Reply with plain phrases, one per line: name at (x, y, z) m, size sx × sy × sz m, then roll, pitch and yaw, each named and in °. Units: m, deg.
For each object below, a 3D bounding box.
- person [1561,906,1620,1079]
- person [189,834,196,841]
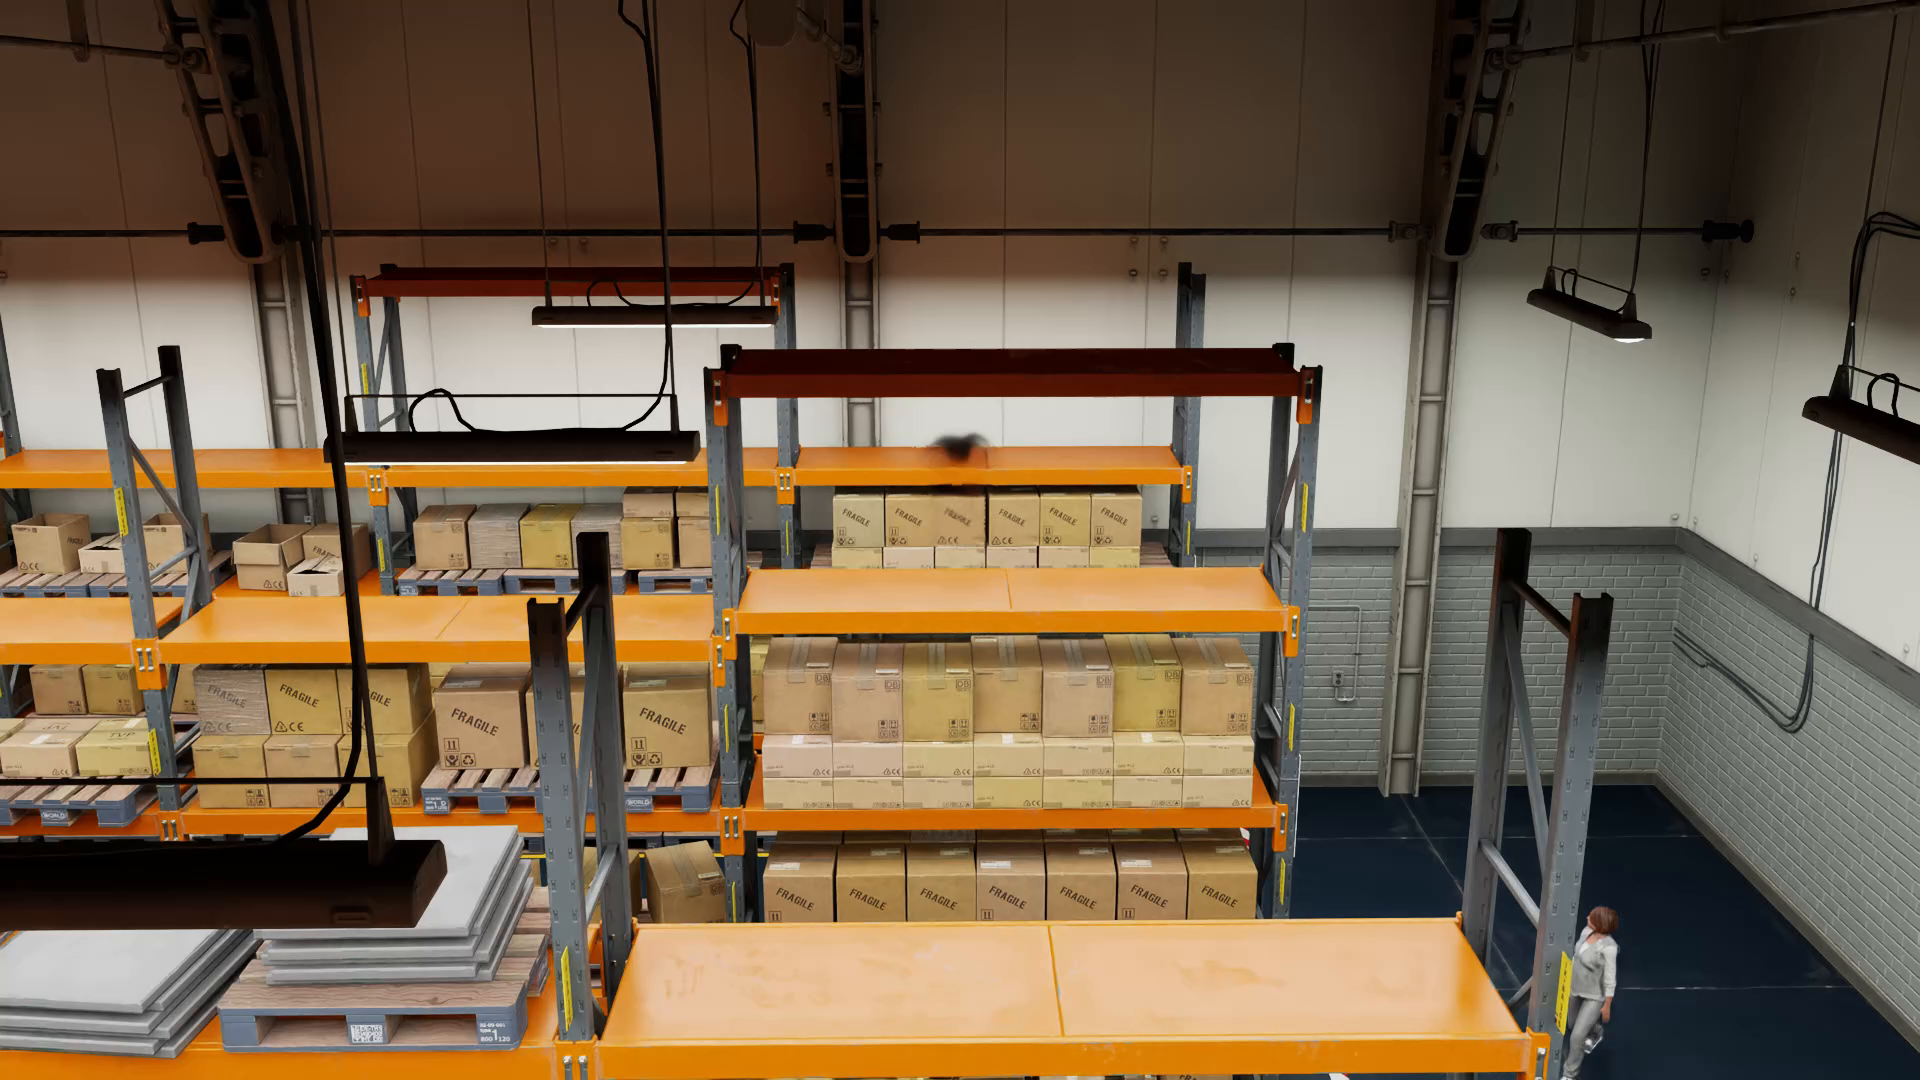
person at (5.058, 3.609, 13.353) m, size 0.825 × 1.543 × 0.489 m, roll -13°, pitch 21°, yaw -38°
person at (-6.755, 3.251, 14.445) m, size 0.594 × 1.709 × 0.385 m, roll 0°, pitch 16°, yaw -1°
